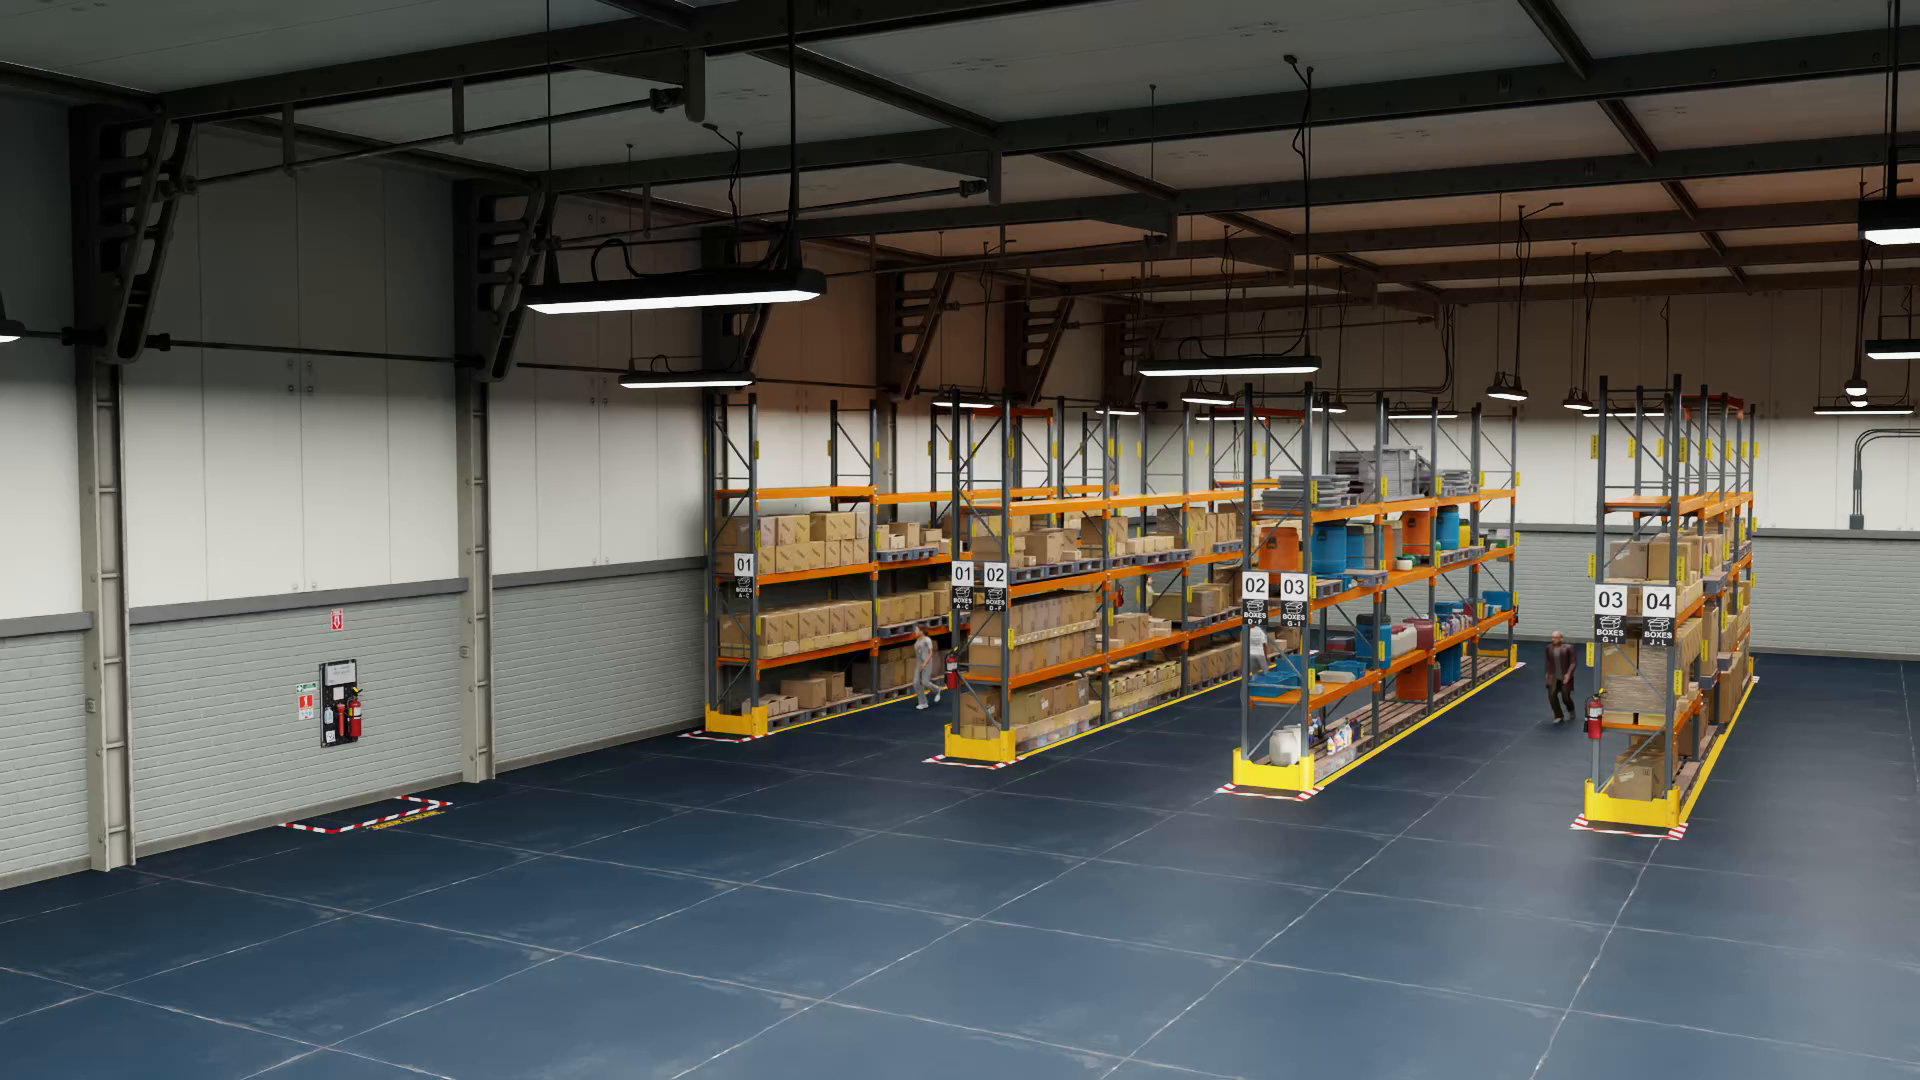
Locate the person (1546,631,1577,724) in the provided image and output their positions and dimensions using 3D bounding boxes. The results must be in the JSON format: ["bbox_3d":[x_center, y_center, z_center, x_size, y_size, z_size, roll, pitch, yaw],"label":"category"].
[{"bbox_3d":[11.063,2.508,30.613,0.617,1.696,0.846,2,4,38],"label":"person"}]

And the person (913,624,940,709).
[{"bbox_3d":[-0.668,2.444,32.333,0.496,1.639,0.636,3,4,44],"label":"person"}]

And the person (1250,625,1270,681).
[{"bbox_3d":[5.993,2.359,33.546,0.511,1.674,0.509,2,4,37],"label":"person"}]

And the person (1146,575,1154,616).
[{"bbox_3d":[4.956,1.759,44.396,0.490,1.667,0.617,-3,4,-41],"label":"person"}]
